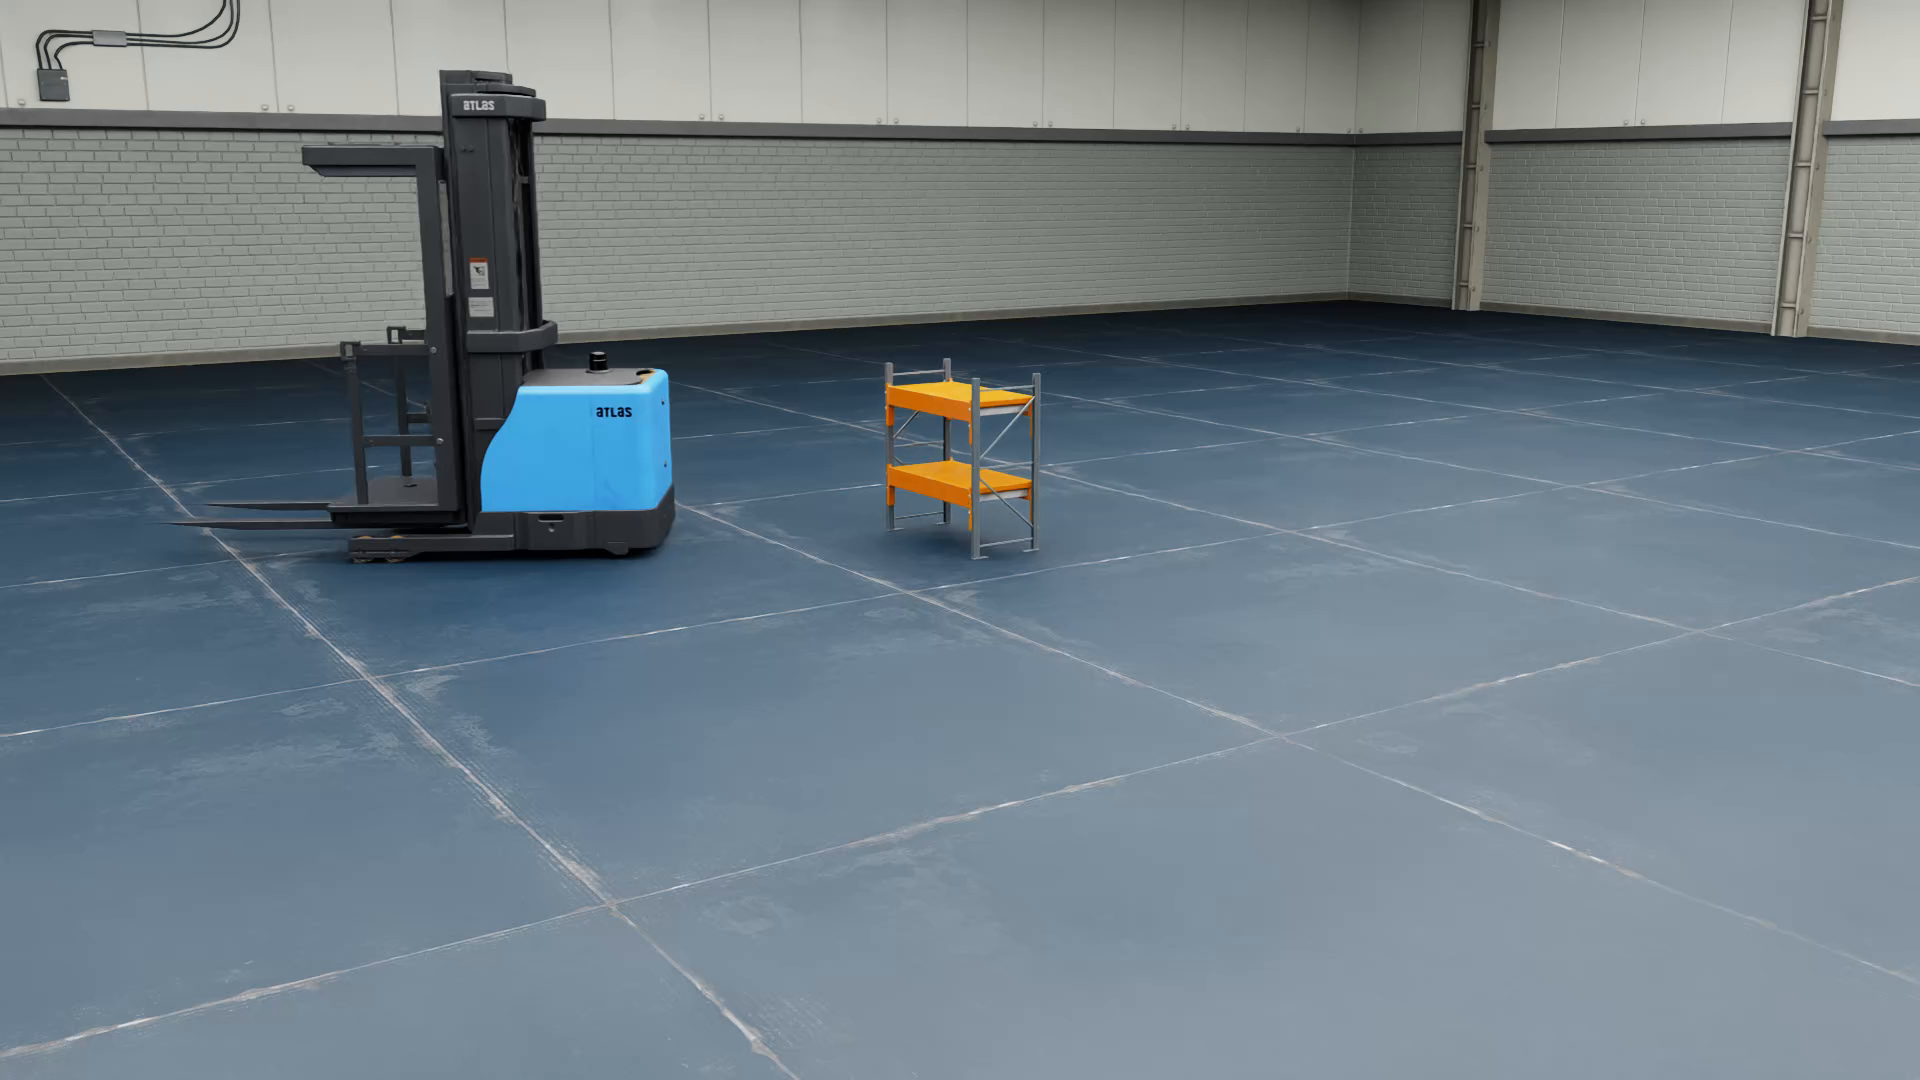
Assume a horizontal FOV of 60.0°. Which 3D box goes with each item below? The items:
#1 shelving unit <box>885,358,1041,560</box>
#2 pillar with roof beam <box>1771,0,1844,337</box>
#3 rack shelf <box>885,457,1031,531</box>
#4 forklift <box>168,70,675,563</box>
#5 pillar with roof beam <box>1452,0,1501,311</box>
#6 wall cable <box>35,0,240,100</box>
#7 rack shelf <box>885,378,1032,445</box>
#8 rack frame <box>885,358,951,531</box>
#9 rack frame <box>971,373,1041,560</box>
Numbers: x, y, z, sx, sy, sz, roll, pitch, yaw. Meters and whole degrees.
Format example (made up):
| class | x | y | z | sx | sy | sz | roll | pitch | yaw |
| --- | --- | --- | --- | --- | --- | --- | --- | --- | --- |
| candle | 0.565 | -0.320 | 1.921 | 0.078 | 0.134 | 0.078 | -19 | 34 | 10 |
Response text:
| class | x | y | z | sx | sy | sz | roll | pitch | yaw |
| --- | --- | --- | --- | --- | --- | --- | --- | --- | --- |
| shelving unit | 0.004 | -0.548 | 10.736 | 0.538 | 1.125 | 1.048 | -8 | 15 | -33 |
| pillar with roof beam | 8.755 | -6.924 | 21.462 | 9.100 | 9.000 | 0.400 | -8 | 15 | -33 |
| rack shelf | 0.004 | -0.309 | 10.788 | 0.538 | 0.278 | 1.000 | -8 | 15 | -33 |
| forklift | -3.412 | -1.407 | 10.434 | 3.031 | 2.935 | 1.130 | -1 | 12 | -3 |
| pillar with roof beam | 5.431 | -7.991 | 26.341 | 9.100 | 9.000 | 0.400 | -8 | 15 | -33 |
| wall cable | -9.828 | -8.235 | 19.496 | 2.305 | 6.003 | 0.169 | -8 | 15 | -33 |
| rack shelf | 0.004 | -0.834 | 10.674 | 0.538 | 0.278 | 1.000 | -8 | 15 | -33 |
| rack frame | -0.278 | -0.639 | 11.150 | 0.500 | 1.125 | 0.032 | -8 | 15 | -33 |
| rack frame | 0.285 | -0.458 | 10.323 | 0.500 | 1.125 | 0.032 | -8 | 15 | -33 |
